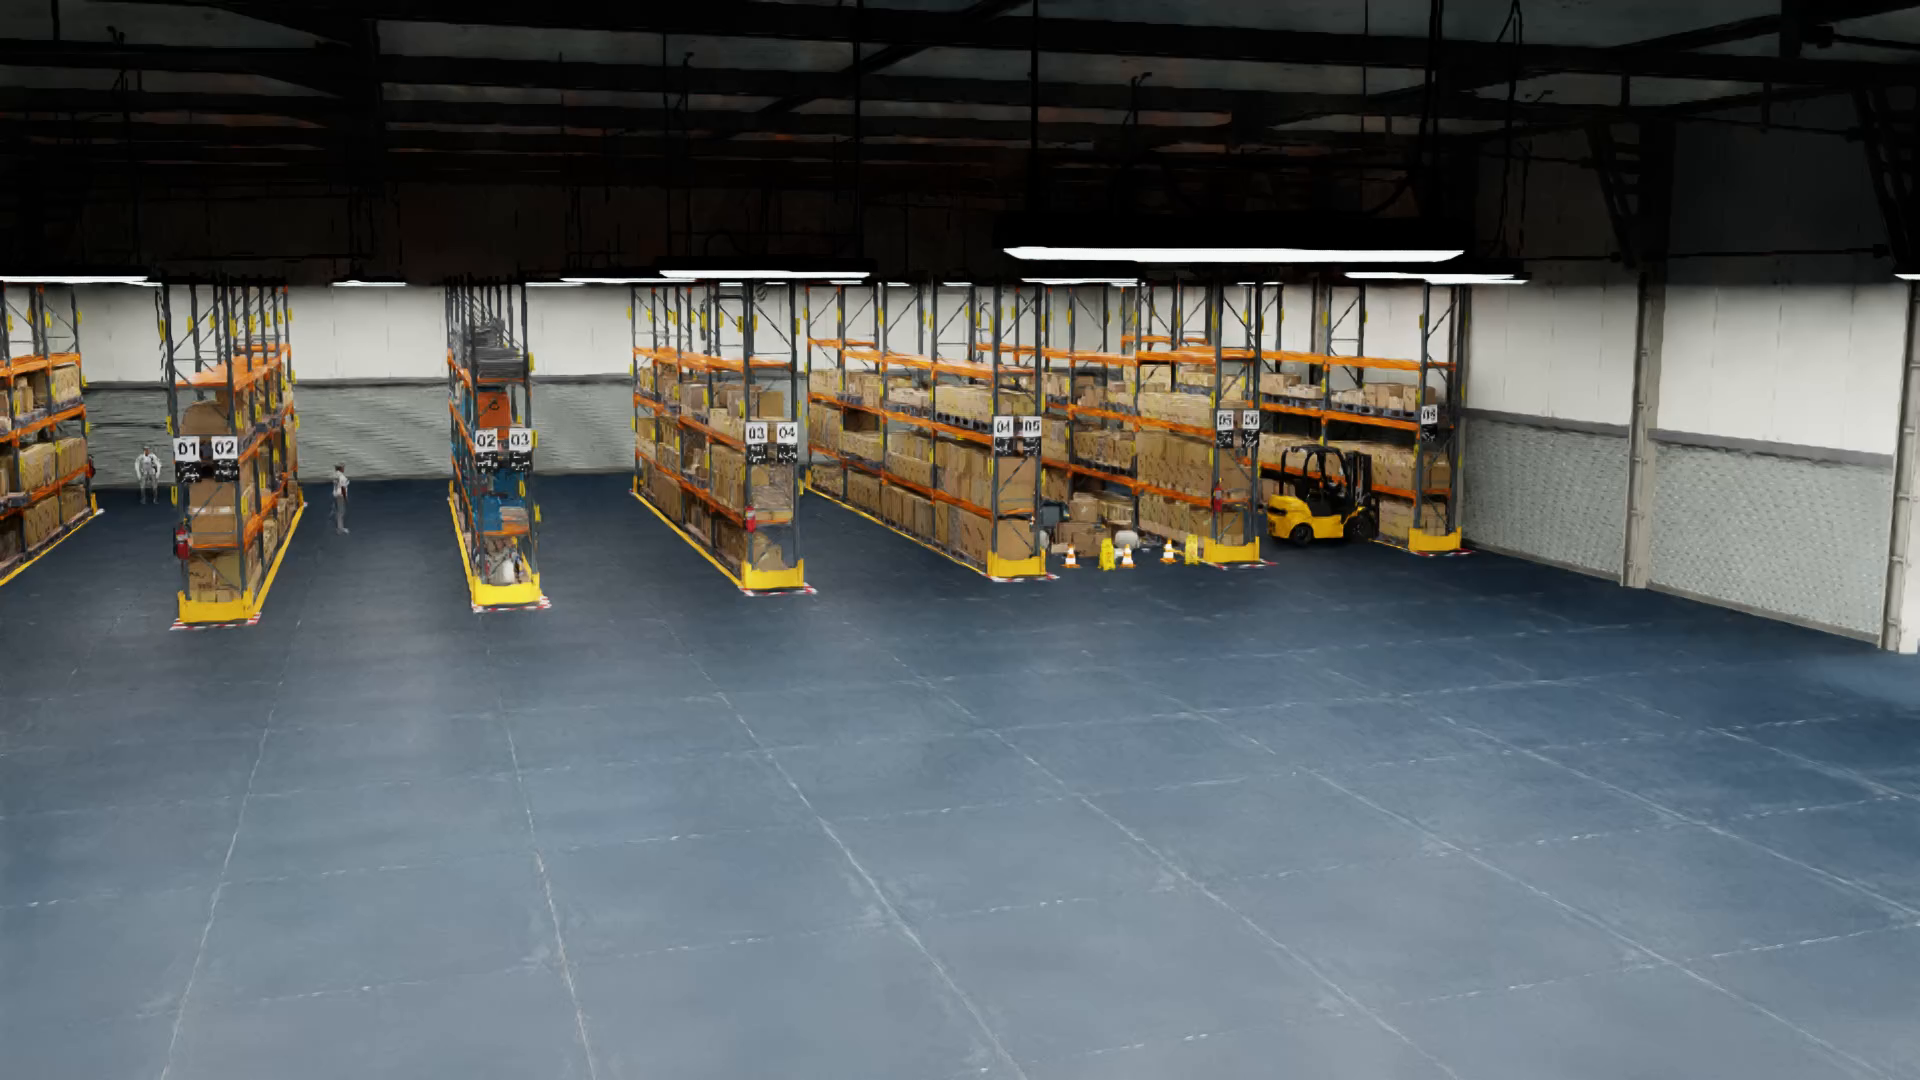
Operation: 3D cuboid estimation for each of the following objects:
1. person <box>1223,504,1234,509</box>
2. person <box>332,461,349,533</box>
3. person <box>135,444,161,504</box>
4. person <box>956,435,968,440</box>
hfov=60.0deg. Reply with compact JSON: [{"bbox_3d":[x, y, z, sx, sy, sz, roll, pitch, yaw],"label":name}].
[{"bbox_3d":[6.215,-0.984,38.789,0.499,1.724,0.578,2,9,13],"label":"person"},{"bbox_3d":[-14.588,-1.028,39.203,0.371,1.682,0.582,-7,11,-38],"label":"person"},{"bbox_3d":[-21.676,-1.767,44.409,0.639,1.632,0.506,-3,9,-20],"label":"person"},{"bbox_3d":[0.120,-2.969,51.947,0.590,1.762,0.619,6,11,37],"label":"person"}]
